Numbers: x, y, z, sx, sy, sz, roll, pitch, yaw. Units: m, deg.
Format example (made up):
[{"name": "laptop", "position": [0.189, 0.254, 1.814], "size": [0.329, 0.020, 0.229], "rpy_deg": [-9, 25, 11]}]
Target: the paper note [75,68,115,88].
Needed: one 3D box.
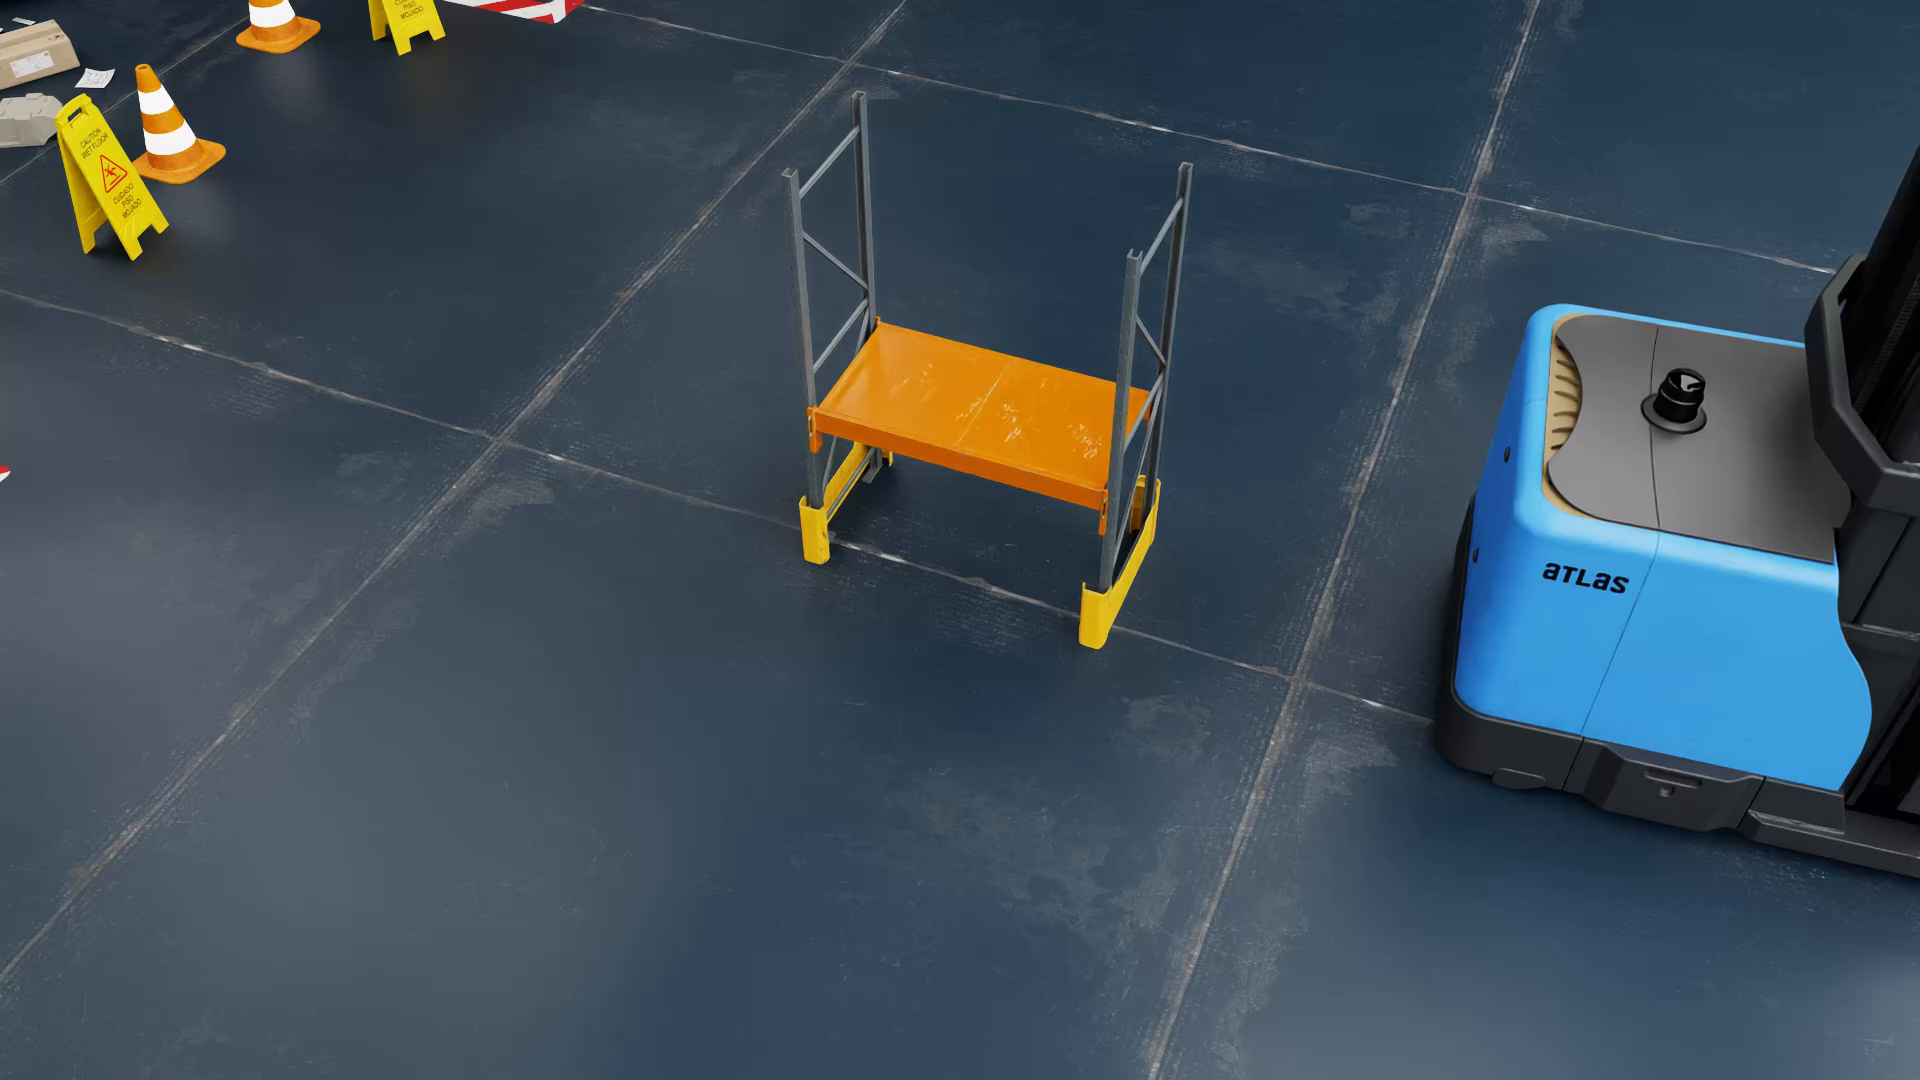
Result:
[{"name": "paper note", "position": [-4.135, -2.211, 7.950], "size": [0.142, 0.019, 0.148], "rpy_deg": [2, 45, 2]}]

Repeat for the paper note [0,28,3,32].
[{"name": "paper note", "position": [-4.861, -2.535, 8.284], "size": [0.142, 0.019, 0.148], "rpy_deg": [33, 54, 29]}]

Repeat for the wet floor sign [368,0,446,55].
[{"name": "wet floor sign", "position": [-2.733, -2.719, 8.026], "size": [0.232, 0.644, 0.267], "rpy_deg": [33, 54, 29]}]

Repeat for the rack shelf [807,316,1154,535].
[{"name": "rack shelf", "position": [0.079, -0.381, 5.325], "size": [1.000, 0.185, 0.538], "rpy_deg": [16, 47, 16]}]

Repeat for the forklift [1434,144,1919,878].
[{"name": "forklift", "position": [3.012, -0.376, 4.050], "size": [3.031, 2.935, 1.130], "rpy_deg": [12, 46, 12]}]

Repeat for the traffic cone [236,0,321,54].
[{"name": "traffic cone", "position": [-3.390, -2.680, 8.115], "size": [0.334, 0.463, 0.336], "rpy_deg": [16, 47, 16]}]

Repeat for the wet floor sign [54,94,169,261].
[{"name": "wet floor sign", "position": [-3.520, -1.499, 6.799], "size": [0.232, 0.644, 0.267], "rpy_deg": [9, 46, 9]}]

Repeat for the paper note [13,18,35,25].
[{"name": "paper note", "position": [-4.712, -2.610, 8.367], "size": [0.123, 0.001, 0.032], "rpy_deg": [16, 47, 16]}]

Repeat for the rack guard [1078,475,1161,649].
[{"name": "rack guard", "position": [0.530, 0.067, 5.505], "size": [0.087, 0.250, 0.587], "rpy_deg": [16, 47, 16]}]

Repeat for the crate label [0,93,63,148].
[{"name": "crate label", "position": [-4.253, -1.923, 7.585], "size": [0.298, 0.136, 0.250], "rpy_deg": [-5, 45, -5]}]

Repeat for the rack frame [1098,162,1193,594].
[{"name": "rack frame", "position": [0.548, -0.370, 5.059], "size": [0.032, 1.500, 0.500], "rpy_deg": [16, 47, 16]}]

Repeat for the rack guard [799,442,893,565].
[{"name": "rack guard", "position": [-0.389, -0.203, 5.777], "size": [0.087, 0.250, 0.587], "rpy_deg": [16, 47, 16]}]

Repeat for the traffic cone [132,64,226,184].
[{"name": "traffic cone", "position": [-3.503, -1.865, 7.296], "size": [0.334, 0.463, 0.336], "rpy_deg": [16, 47, 16]}]

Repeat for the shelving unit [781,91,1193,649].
[{"name": "shelving unit", "position": [0.070, -0.511, 5.200], "size": [1.083, 1.500, 0.587], "rpy_deg": [16, 47, 16]}]

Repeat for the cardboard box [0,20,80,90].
[{"name": "cardboard box", "position": [-4.483, -2.332, 7.989], "size": [0.380, 0.149, 0.250], "rpy_deg": [-28, 51, -25]}]

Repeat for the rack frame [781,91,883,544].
[{"name": "rack frame", "position": [-0.390, -0.647, 5.336], "size": [0.032, 1.500, 0.500], "rpy_deg": [16, 47, 16]}]
